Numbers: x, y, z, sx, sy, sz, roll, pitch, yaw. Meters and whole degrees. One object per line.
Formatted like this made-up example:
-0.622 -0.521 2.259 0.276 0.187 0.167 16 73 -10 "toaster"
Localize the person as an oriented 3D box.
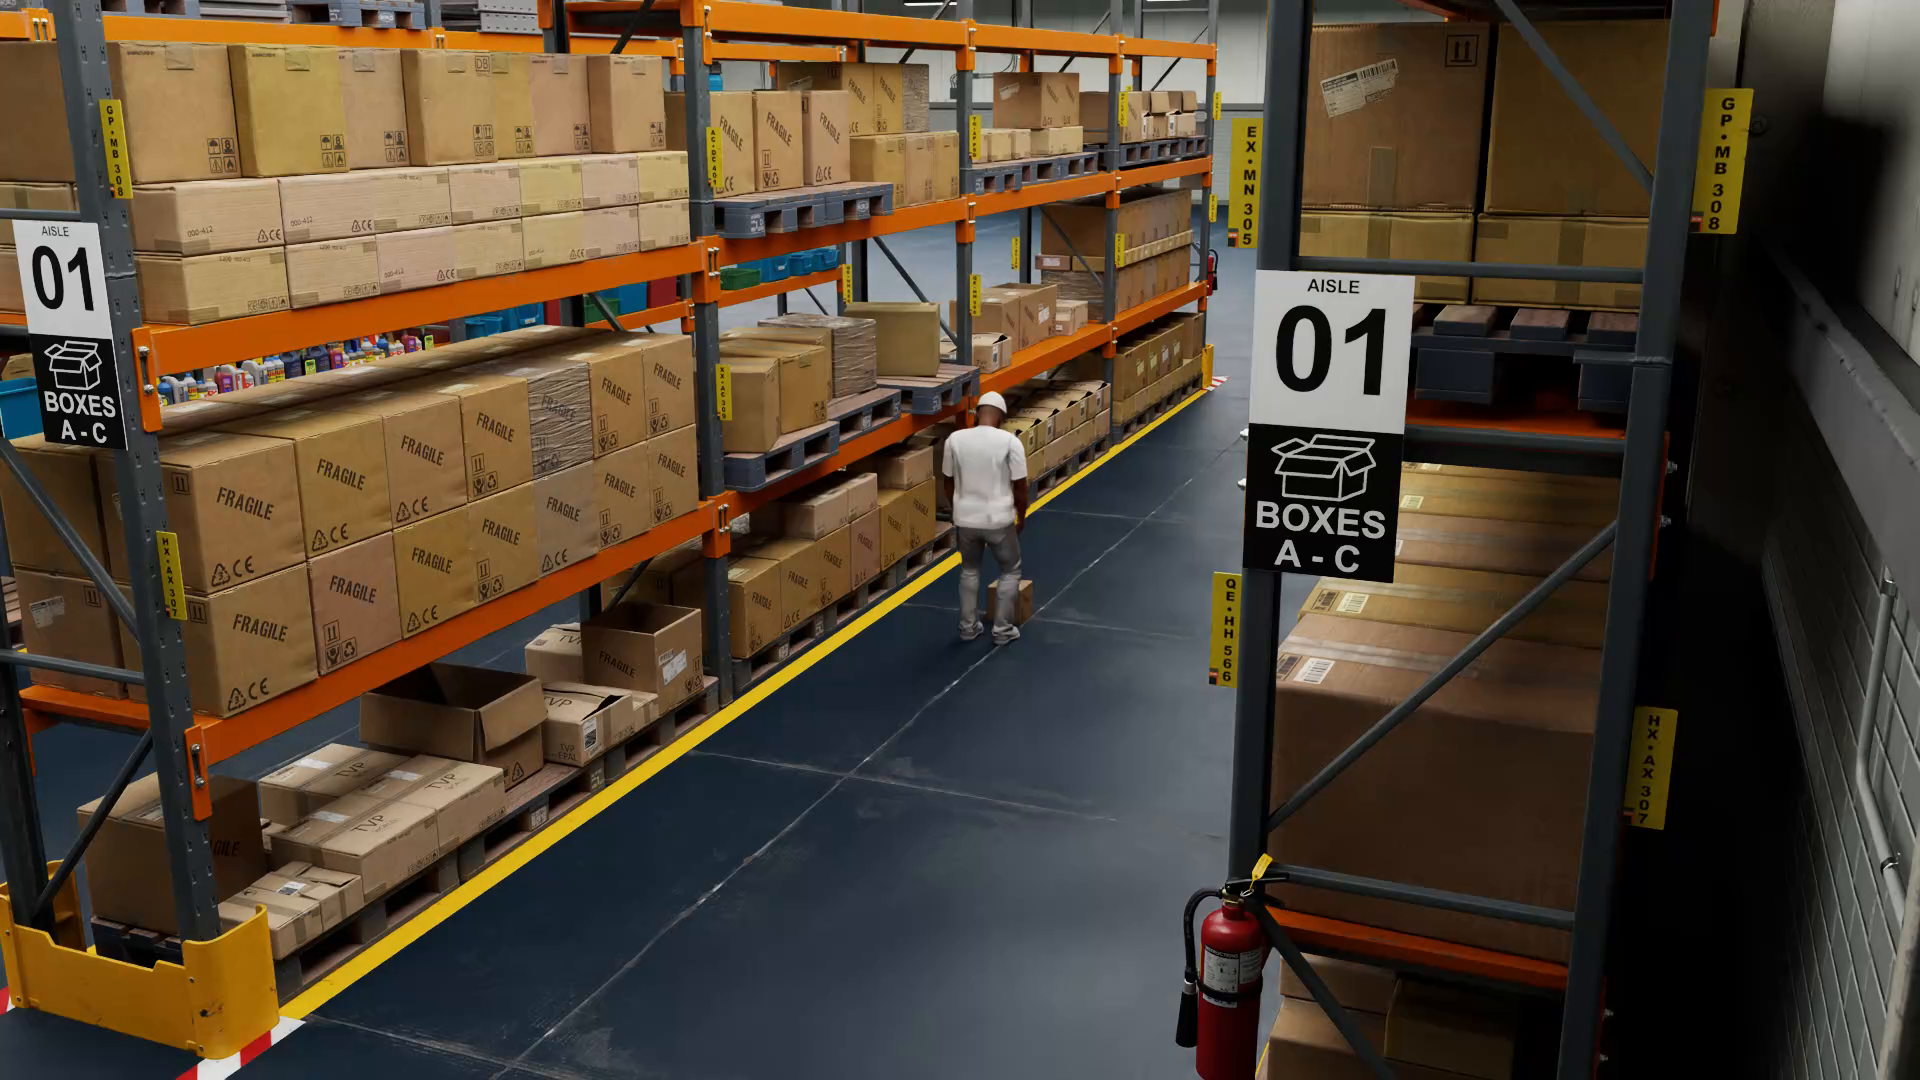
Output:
0.170 -0.148 11.180 0.602 1.682 0.511 6 16 21 "person"
